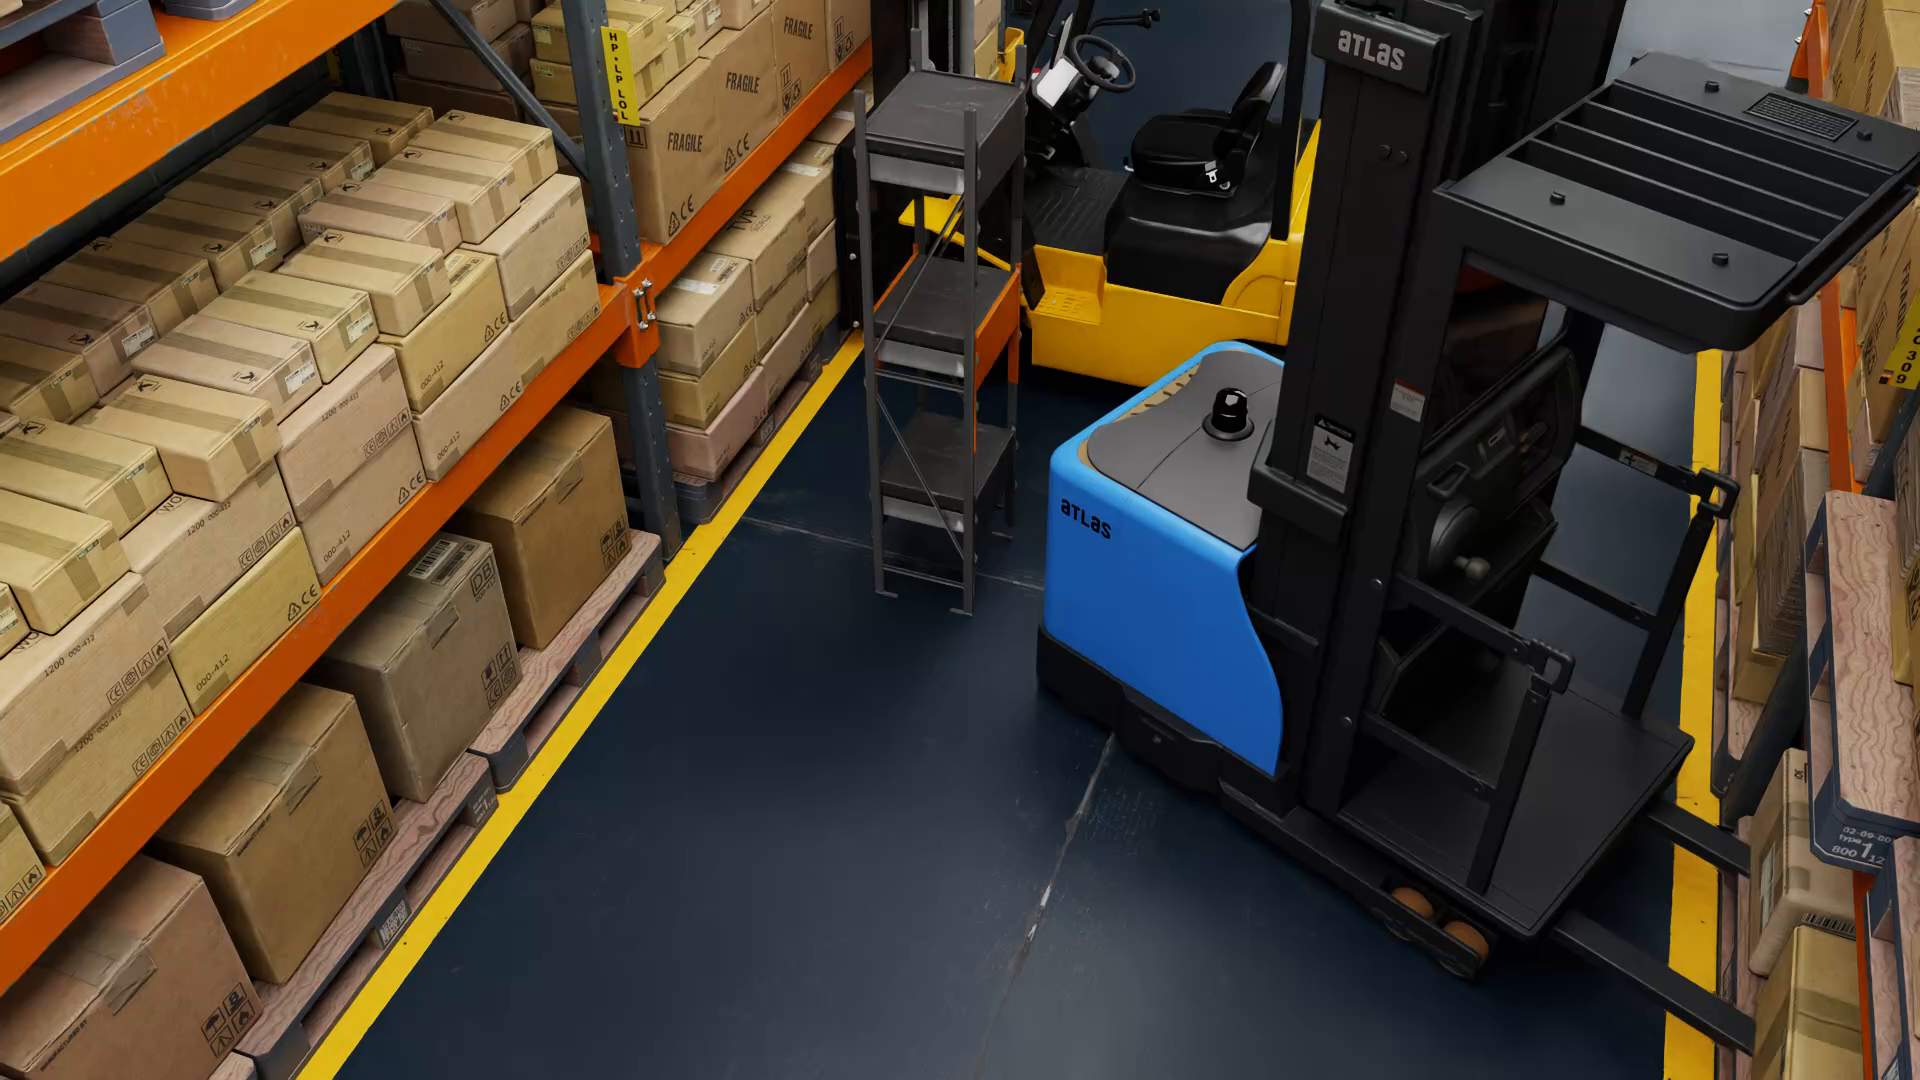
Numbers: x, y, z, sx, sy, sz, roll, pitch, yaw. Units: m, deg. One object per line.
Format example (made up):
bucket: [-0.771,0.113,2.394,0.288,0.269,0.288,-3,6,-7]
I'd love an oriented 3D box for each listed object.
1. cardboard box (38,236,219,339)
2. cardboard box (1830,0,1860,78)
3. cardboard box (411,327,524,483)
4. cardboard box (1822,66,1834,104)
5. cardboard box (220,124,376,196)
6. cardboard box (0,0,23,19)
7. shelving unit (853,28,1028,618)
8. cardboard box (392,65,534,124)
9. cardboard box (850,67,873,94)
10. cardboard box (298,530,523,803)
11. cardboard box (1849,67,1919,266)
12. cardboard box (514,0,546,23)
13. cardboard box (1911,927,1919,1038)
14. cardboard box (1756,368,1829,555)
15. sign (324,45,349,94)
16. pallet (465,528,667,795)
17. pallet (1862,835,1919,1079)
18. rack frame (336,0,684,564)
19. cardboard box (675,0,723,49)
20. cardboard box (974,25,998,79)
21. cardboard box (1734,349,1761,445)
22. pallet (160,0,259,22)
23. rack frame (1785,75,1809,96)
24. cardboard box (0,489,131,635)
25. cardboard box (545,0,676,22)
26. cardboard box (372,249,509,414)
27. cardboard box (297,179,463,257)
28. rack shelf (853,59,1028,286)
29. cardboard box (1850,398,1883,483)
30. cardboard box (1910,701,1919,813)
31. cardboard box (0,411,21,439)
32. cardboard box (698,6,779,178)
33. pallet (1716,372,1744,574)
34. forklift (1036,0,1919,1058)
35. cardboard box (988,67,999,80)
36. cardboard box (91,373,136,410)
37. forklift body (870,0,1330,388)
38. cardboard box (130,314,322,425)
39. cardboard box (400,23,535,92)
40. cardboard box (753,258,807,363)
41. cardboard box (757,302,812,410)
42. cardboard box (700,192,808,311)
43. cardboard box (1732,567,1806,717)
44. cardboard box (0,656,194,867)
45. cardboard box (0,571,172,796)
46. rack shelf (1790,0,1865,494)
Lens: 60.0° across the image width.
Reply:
cardboard box: [-2.335,-0.702,4.685,0.380,0.149,0.250,13,42,15]
cardboard box: [3.828,-2.143,6.644,0.500,0.500,0.500,15,43,16]
cardboard box: [-1.702,-0.465,5.099,0.500,0.250,0.500,13,42,15]
cardboard box: [3.744,-1.833,6.781,0.380,0.149,0.250,14,42,16]
cardboard box: [-2.072,-1.161,5.223,0.380,0.149,0.250,12,42,14]
cardboard box: [-2.152,-1.141,2.987,0.500,0.500,0.500,14,42,16]
shelving unit: [-0.057,-0.698,5.950,0.431,2.100,0.503,13,42,15]
cardboard box: [-1.709,-1.567,6.199,0.500,0.500,0.500,13,42,15]
cardboard box: [-0.438,-2.156,7.991,0.500,0.250,0.500,14,42,16]
cardboard box: [-2.049,0.341,5.545,0.875,0.625,0.625,13,42,15]
cardboard box: [3.318,-1.206,5.546,0.500,0.500,0.500,14,43,16]
cardboard box: [-1.659,-1.999,5.976,0.380,0.149,0.250,12,42,14]
cardboard box: [2.099,0.896,3.259,0.380,0.149,0.250,15,43,17]
cardboard box: [3.179,-0.226,5.921,0.500,0.500,0.500,14,42,16]
sign: [-2.131,-1.677,5.676,0.100,0.325,0.005,13,42,15]
pallet: [-1.824,0.324,6.208,1.003,0.211,1.213,13,42,15]
pallet: [2.327,1.200,3.180,1.003,0.211,1.213,13,42,15]
rack frame: [-1.609,-1.195,5.840,1.000,3.000,0.127,13,42,15]
cardboard box: [-1.103,-1.939,6.135,0.380,0.149,0.250,13,42,15]
cardboard box: [-0.114,-2.572,8.864,0.500,0.250,0.500,13,42,15]
cardboard box: [3.532,-0.573,6.906,0.500,0.250,0.500,16,43,18]
pallet: [-1.898,-1.723,4.294,0.805,0.209,1.217,12,42,13]
rack frame: [4.425,-2.535,7.411,1.000,3.000,0.127,13,42,15]
cardboard box: [-2.160,0.041,3.814,0.380,0.149,0.250,14,42,16]
cardboard box: [-1.233,-1.905,5.866,0.380,0.149,0.250,14,42,16]
cardboard box: [-1.706,-0.657,4.939,0.500,0.250,0.500,12,42,14]
cardboard box: [-1.722,-0.923,4.944,0.380,0.149,0.250,13,42,15]
rack shelf: [-0.057,-1.220,5.505,0.431,0.518,0.480,13,42,15]
cardboard box: [2.880,-0.264,4.942,0.380,0.149,0.250,13,42,15]
cardboard box: [2.274,0.420,3.317,0.500,0.500,0.500,13,42,15]
cardboard box: [-2.549,-0.224,4.125,0.380,0.149,0.250,14,43,16]
cardboard box: [-1.049,-1.767,6.433,0.500,0.500,0.500,14,42,16]
pallet: [3.669,-0.199,6.821,1.003,0.211,1.213,13,42,15]
forklift: [1.693,-0.150,4.668,3.031,2.935,1.130,32,50,32]
cardboard box: [-0.105,-2.392,9.037,0.500,0.250,0.500,14,42,15]
cardboard box: [-2.391,-0.461,4.709,0.500,0.250,0.500,12,42,14]
forklift body: [0.825,-1.750,7.145,2.313,2.155,1.214,13,42,15]
cardboard box: [-1.926,-0.436,4.374,0.380,0.149,0.250,14,42,15]
cardboard box: [-1.740,-1.733,5.893,0.380,0.149,0.250,13,42,15]
cardboard box: [-0.983,-1.033,7.060,0.500,0.250,0.500,13,42,15]
cardboard box: [-0.973,-0.844,7.223,0.500,0.250,0.500,12,42,14]
cardboard box: [-0.964,-1.224,6.898,0.500,0.250,0.500,13,42,15]
cardboard box: [3.006,0.370,5.800,0.500,0.250,0.500,15,43,17]
cardboard box: [-2.249,0.464,4.011,0.500,0.250,0.500,12,42,14]
cardboard box: [-2.227,0.275,3.847,0.500,0.250,0.500,12,42,14]
rack shelf: [3.741,-1.042,6.214,1.077,0.370,4.000,13,42,15]
